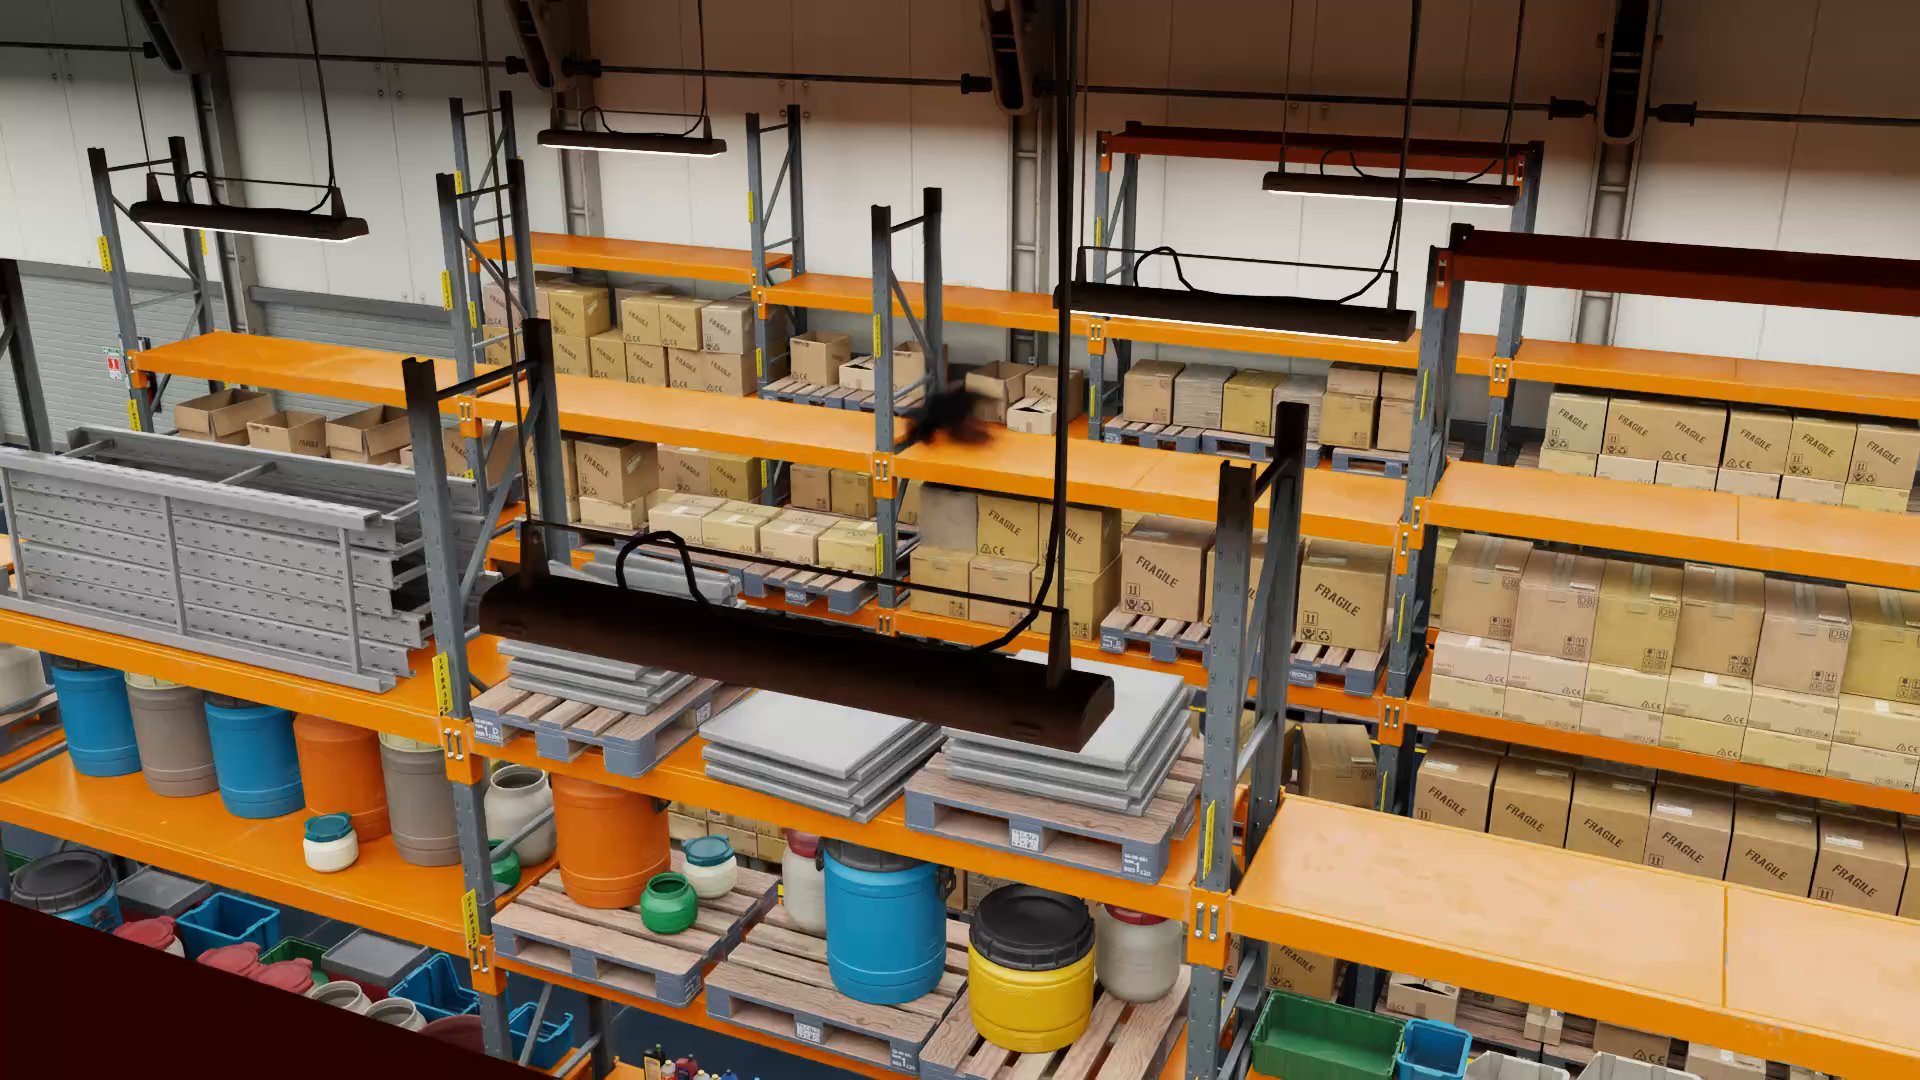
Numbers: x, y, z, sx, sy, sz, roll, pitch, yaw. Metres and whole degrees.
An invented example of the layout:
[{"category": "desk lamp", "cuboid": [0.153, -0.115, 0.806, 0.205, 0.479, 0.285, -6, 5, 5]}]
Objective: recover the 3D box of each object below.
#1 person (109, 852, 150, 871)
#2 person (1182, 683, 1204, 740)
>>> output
[{"category": "person", "cuboid": [-6.916, 2.453, 13.991, 0.536, 1.413, 0.464, 3, 21, 9]}, {"category": "person", "cuboid": [2.145, 1.391, 15.753, 0.680, 1.585, 0.588, 8, 22, 21]}]
